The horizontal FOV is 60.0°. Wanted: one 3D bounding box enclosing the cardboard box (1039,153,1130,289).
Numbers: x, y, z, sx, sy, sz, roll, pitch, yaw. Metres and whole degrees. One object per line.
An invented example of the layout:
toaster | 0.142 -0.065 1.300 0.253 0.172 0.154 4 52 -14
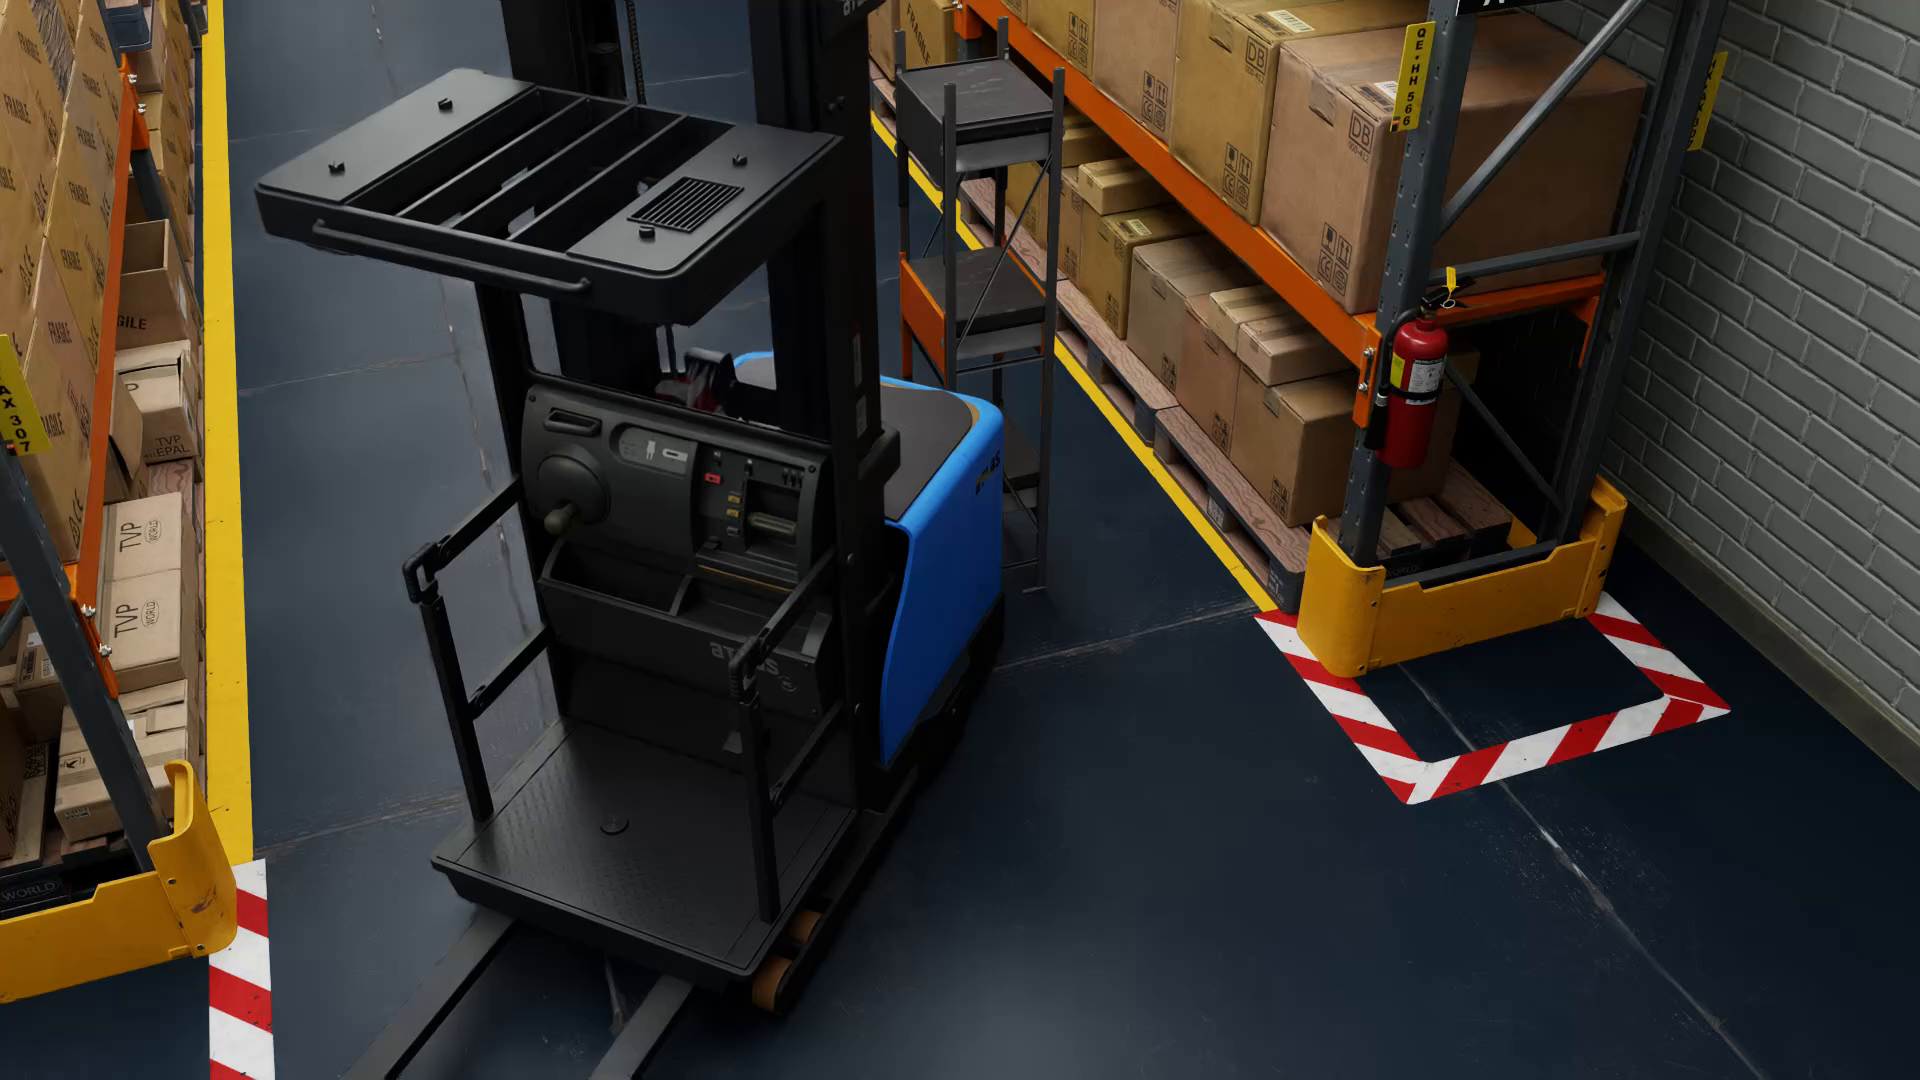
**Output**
cardboard box | 0.808 -1.613 8.127 0.700 0.500 0.500 -13 39 -16

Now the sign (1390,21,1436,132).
sign | 1.339 -1.365 4.909 0.100 0.325 0.005 -12 39 -16

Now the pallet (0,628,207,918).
pallet | -3.098 0.736 5.597 1.003 0.211 1.213 -12 39 -16

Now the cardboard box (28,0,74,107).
cardboard box | -3.404 -1.778 5.703 0.500 0.500 0.500 -12 39 -16

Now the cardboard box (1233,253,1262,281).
cardboard box | 1.401 -1.257 7.115 0.380 0.149 0.250 -12 39 -15

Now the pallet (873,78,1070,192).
pallet | 0.141 -2.478 9.865 1.003 0.211 1.213 -12 39 -16

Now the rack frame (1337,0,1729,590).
rack frame | 1.854 -0.912 5.468 1.000 3.000 0.127 -12 39 -16

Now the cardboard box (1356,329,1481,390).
cardboard box | 1.750 -0.686 6.357 0.380 0.149 0.250 -12 39 -16

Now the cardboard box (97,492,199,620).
cardboard box | -3.061 0.107 6.034 0.500 0.250 0.500 -12 39 -16

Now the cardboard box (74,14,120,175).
cardboard box | -3.581 -1.664 6.383 0.500 0.500 0.500 -11 38 -15

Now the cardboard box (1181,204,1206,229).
cardboard box | 1.225 -1.545 7.497 0.380 0.149 0.250 -13 39 -17

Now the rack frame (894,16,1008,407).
rack frame | -0.027 -0.883 6.177 0.400 2.100 0.015 -12 39 -16

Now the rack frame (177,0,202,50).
rack frame | -5.549 -4.404 10.103 1.000 3.000 0.127 -12 39 -16

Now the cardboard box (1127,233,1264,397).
cardboard box | 1.173 -1.023 7.343 0.700 0.500 0.500 -14 39 -17

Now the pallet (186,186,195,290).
pallet | -4.488 -1.482 8.542 1.003 0.211 1.213 -12 39 -16

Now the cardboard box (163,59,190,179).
cardboard box | -4.469 -2.228 8.927 0.500 0.500 0.500 -12 39 -15

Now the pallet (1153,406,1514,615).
pallet | 1.505 -0.234 6.885 1.003 0.211 1.213 -12 39 -16

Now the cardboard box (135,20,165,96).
cardboard box | -4.455 -2.509 8.677 0.500 0.250 0.500 -12 39 -16

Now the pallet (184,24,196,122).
pallet | -5.328 -2.860 10.372 1.003 0.211 1.213 -12 39 -16

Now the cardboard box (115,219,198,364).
cardboard box | -3.710 -1.058 7.374 0.500 0.500 0.500 -12 39 -16

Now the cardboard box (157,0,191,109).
cardboard box | -4.829 -2.809 9.698 0.500 0.500 0.500 -14 39 -18

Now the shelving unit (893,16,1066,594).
shelving unit | 0.057 -0.745 5.994 0.431 2.100 0.503 -12 39 -16

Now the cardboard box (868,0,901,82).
cardboard box | -0.177 -3.323 10.106 0.750 0.750 0.750 -11 38 -15

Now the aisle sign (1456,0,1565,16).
aisle sign | 1.597 -1.848 4.549 0.394 0.787 0.004 -12 39 -16

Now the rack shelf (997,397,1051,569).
rack shelf | 0.057 -0.175 6.423 0.431 0.518 0.480 -12 39 -16

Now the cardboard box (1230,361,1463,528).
cardboard box | 1.519 -0.456 6.591 0.700 0.500 0.500 -12 39 -16

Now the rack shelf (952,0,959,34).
rack shelf | -0.211 -4.014 10.184 1.077 0.370 4.000 -12 39 -16

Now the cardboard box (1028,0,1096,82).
cardboard box | 0.895 -2.568 7.417 0.980 0.700 0.700 -13 39 -17

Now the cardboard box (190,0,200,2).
cardboard box | -5.454 -3.830 11.278 0.500 0.250 0.500 -13 39 -16

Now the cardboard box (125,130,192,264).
cardboard box | -4.110 -1.645 8.153 0.500 0.500 0.500 -14 39 -18

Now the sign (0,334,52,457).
sign | -2.287 -0.343 3.992 0.100 0.325 0.005 -12 39 -16

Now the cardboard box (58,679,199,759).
cardboard box | -2.704 0.623 5.419 0.380 0.166 0.250 -12 39 -16

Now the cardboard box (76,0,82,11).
cardboard box | -3.756 -2.351 6.464 0.500 0.500 0.500 -12 39 -16

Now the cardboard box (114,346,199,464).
cardboard box | -3.452 -0.559 6.868 0.500 0.311 0.500 -12 39 -16

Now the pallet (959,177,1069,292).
pallet | 0.665 -1.612 8.715 1.003 0.211 1.213 -12 39 -16

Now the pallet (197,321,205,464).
pallet | -3.937 -0.642 7.427 1.003 0.211 1.213 -12 39 -16

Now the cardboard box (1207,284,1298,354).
cardboard box | 1.215 -0.894 6.634 0.380 0.149 0.250 -11 38 -15

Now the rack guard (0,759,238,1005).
rack guard | -2.822 1.071 4.912 1.175 0.500 0.348 -12 39 -16

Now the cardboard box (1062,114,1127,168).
cardboard box | 0.585 -1.925 8.002 0.380 0.149 0.250 -11 38 -14

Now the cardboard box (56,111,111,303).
cardboard box | -3.224 -1.087 5.617 0.500 0.500 0.500 -12 39 -15

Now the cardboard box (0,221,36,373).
cardboard box | -2.701 -0.629 4.178 0.500 0.500 0.500 -11 38 -15

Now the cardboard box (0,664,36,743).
cardboard box | -3.269 0.568 5.492 0.380 0.166 0.250 -12 39 -16

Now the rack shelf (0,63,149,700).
rack shelf | -3.484 -0.727 5.820 1.077 0.370 4.000 -12 39 -16

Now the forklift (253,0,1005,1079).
forklift | -0.887 -0.077 4.416 1.130 2.935 3.031 15 39 18

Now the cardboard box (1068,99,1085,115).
cardboard box | 0.775 -2.279 8.472 0.380 0.149 0.250 -13 39 -16

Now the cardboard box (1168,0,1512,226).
cardboard box | 1.408 -1.727 6.300 0.980 0.700 0.700 -13 39 -16

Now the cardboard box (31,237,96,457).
cardboard box | -2.884 -0.520 4.864 0.500 0.500 0.500 -13 39 -16

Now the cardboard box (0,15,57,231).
cardboard box | -3.056 -1.206 4.944 0.500 0.500 0.500 -12 39 -15
